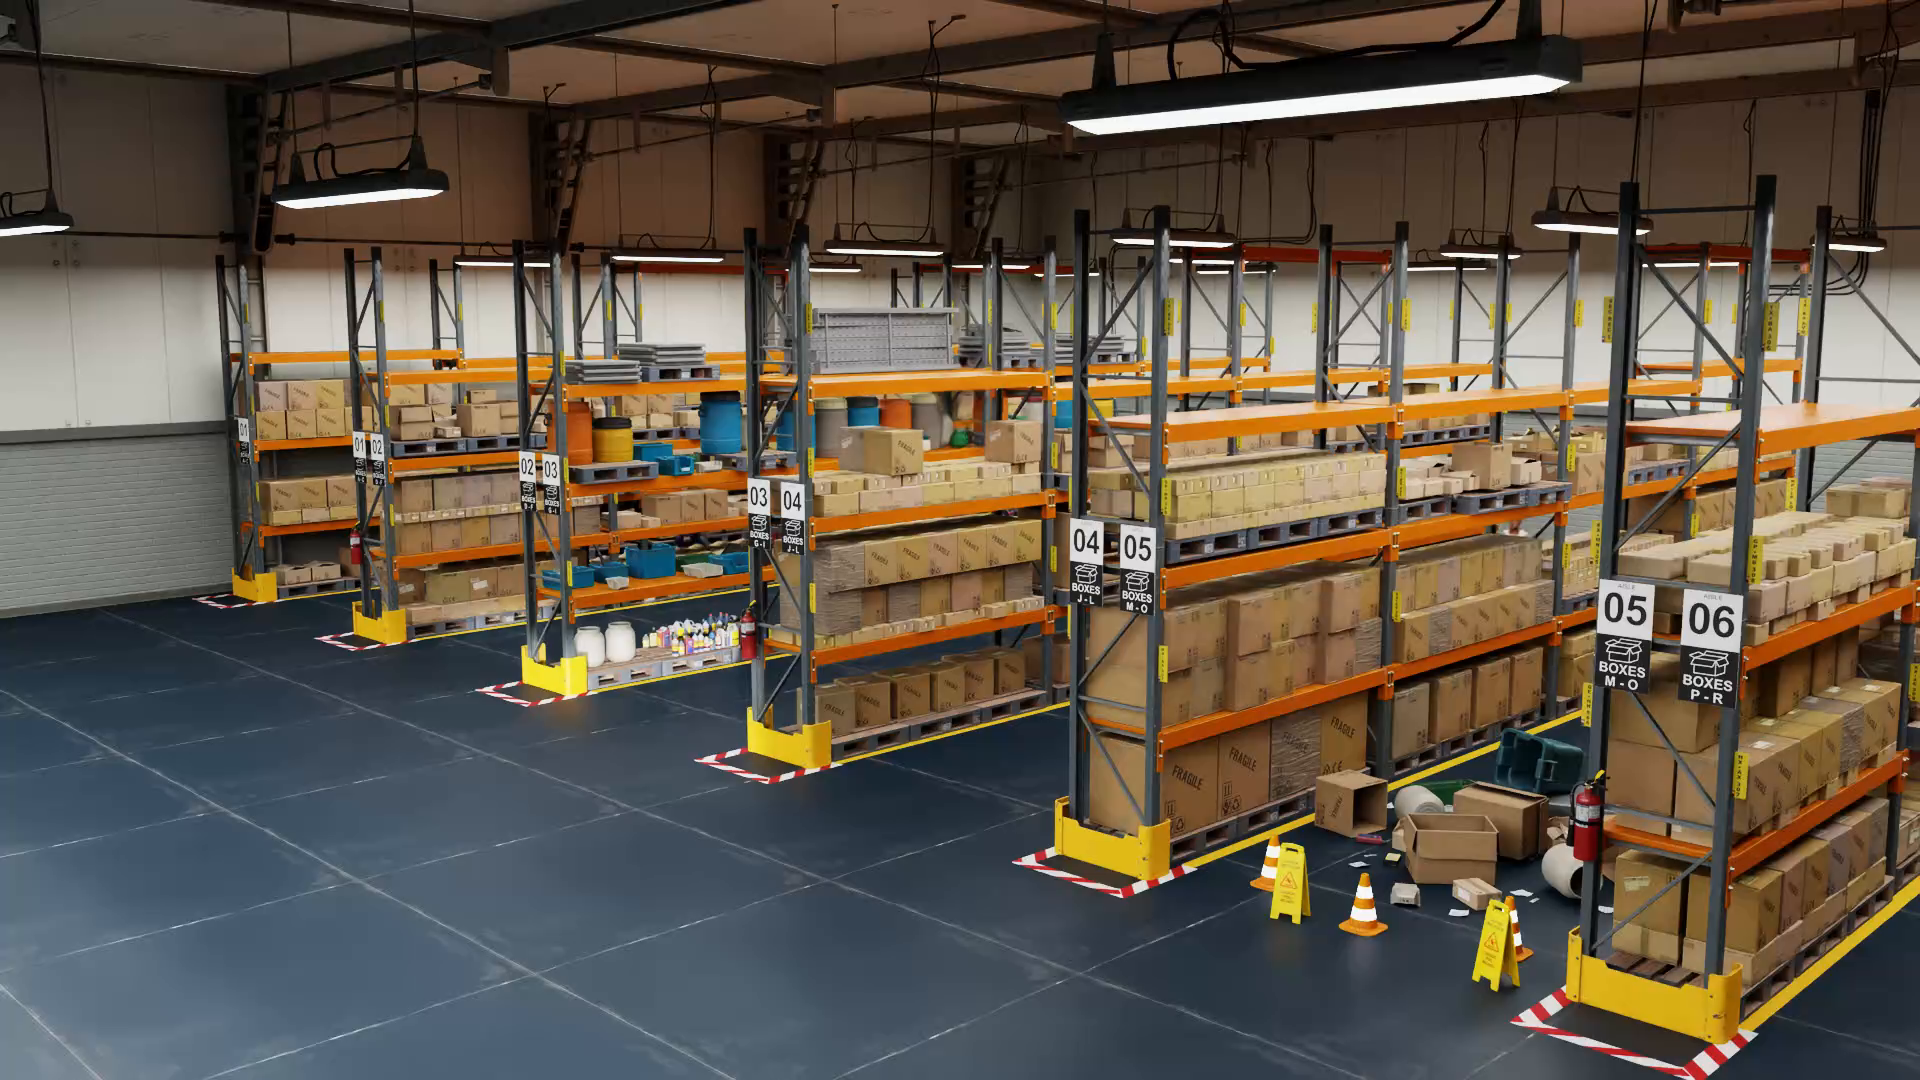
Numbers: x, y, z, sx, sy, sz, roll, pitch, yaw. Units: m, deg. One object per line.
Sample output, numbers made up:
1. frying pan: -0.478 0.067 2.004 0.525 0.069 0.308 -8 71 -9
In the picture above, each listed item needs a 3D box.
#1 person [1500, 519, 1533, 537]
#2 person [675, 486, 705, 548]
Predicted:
1. person: 9.065 0.445 27.235 0.657 1.771 0.863 5 10 32
2. person: -5.353 -0.309 32.811 0.591 1.667 0.870 5 9 30
